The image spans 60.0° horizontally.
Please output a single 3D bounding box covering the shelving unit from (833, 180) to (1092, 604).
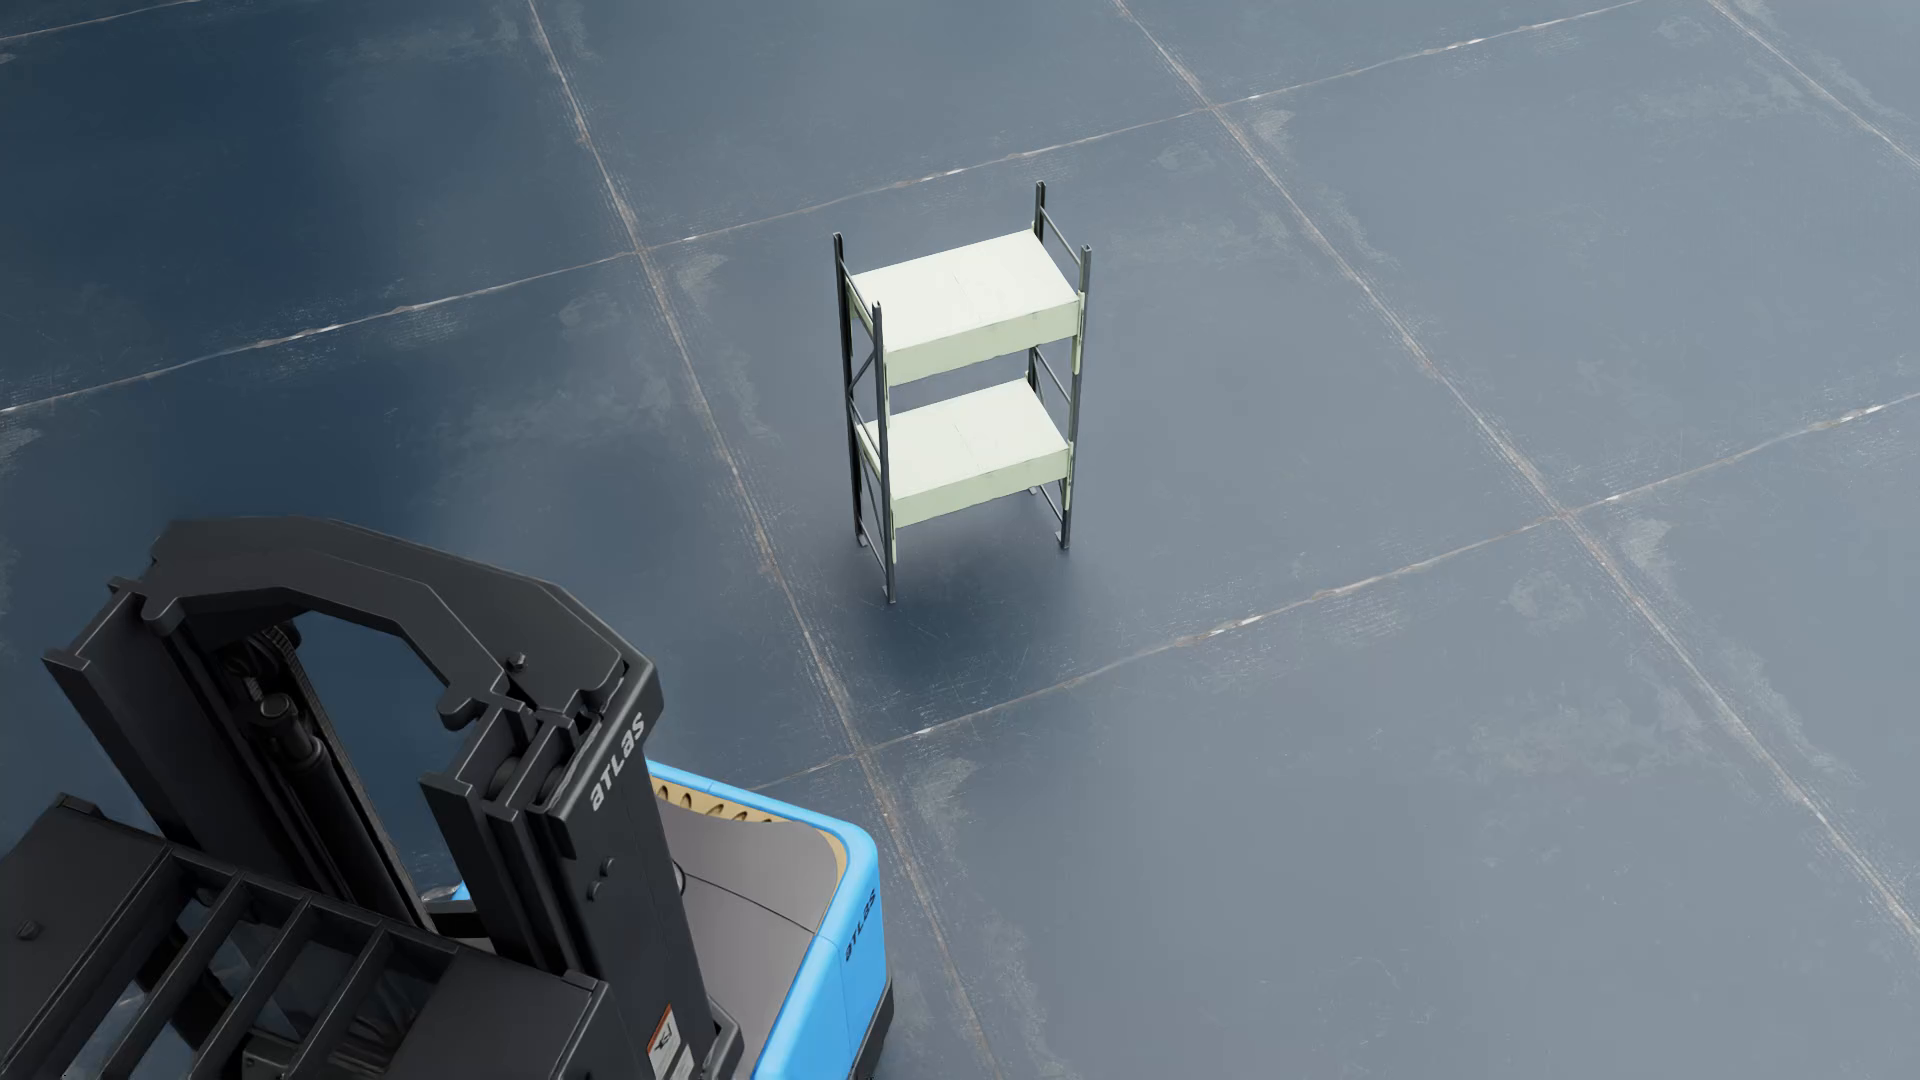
[{"bbox_3d":[0.006,-0.491,6.023,0.755,1.500,0.431,-17,52,-14],"label":"shelving unit"}]

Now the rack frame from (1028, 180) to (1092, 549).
[{"bbox_3d":[0.345,-0.596,6.114,0.023,1.500,0.400,-17,52,-14],"label":"rack frame"}]

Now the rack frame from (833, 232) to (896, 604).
[{"bbox_3d":[-0.333,-0.386,5.933,0.023,1.500,0.400,-17,52,-14],"label":"rack frame"}]

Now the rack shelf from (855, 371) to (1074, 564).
[{"bbox_3d":[0.006,-0.278,6.271,0.720,0.370,0.431,-17,52,-14],"label":"rack shelf"}]

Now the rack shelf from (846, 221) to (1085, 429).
[{"bbox_3d":[0.006,-0.745,5.727,0.720,0.370,0.431,-17,52,-14],"label":"rack shelf"}]

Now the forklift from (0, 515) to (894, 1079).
[{"bbox_3d":[-1.180,1.469,3.398,1.130,2.935,3.031,15,51,13],"label":"forklift"}]
